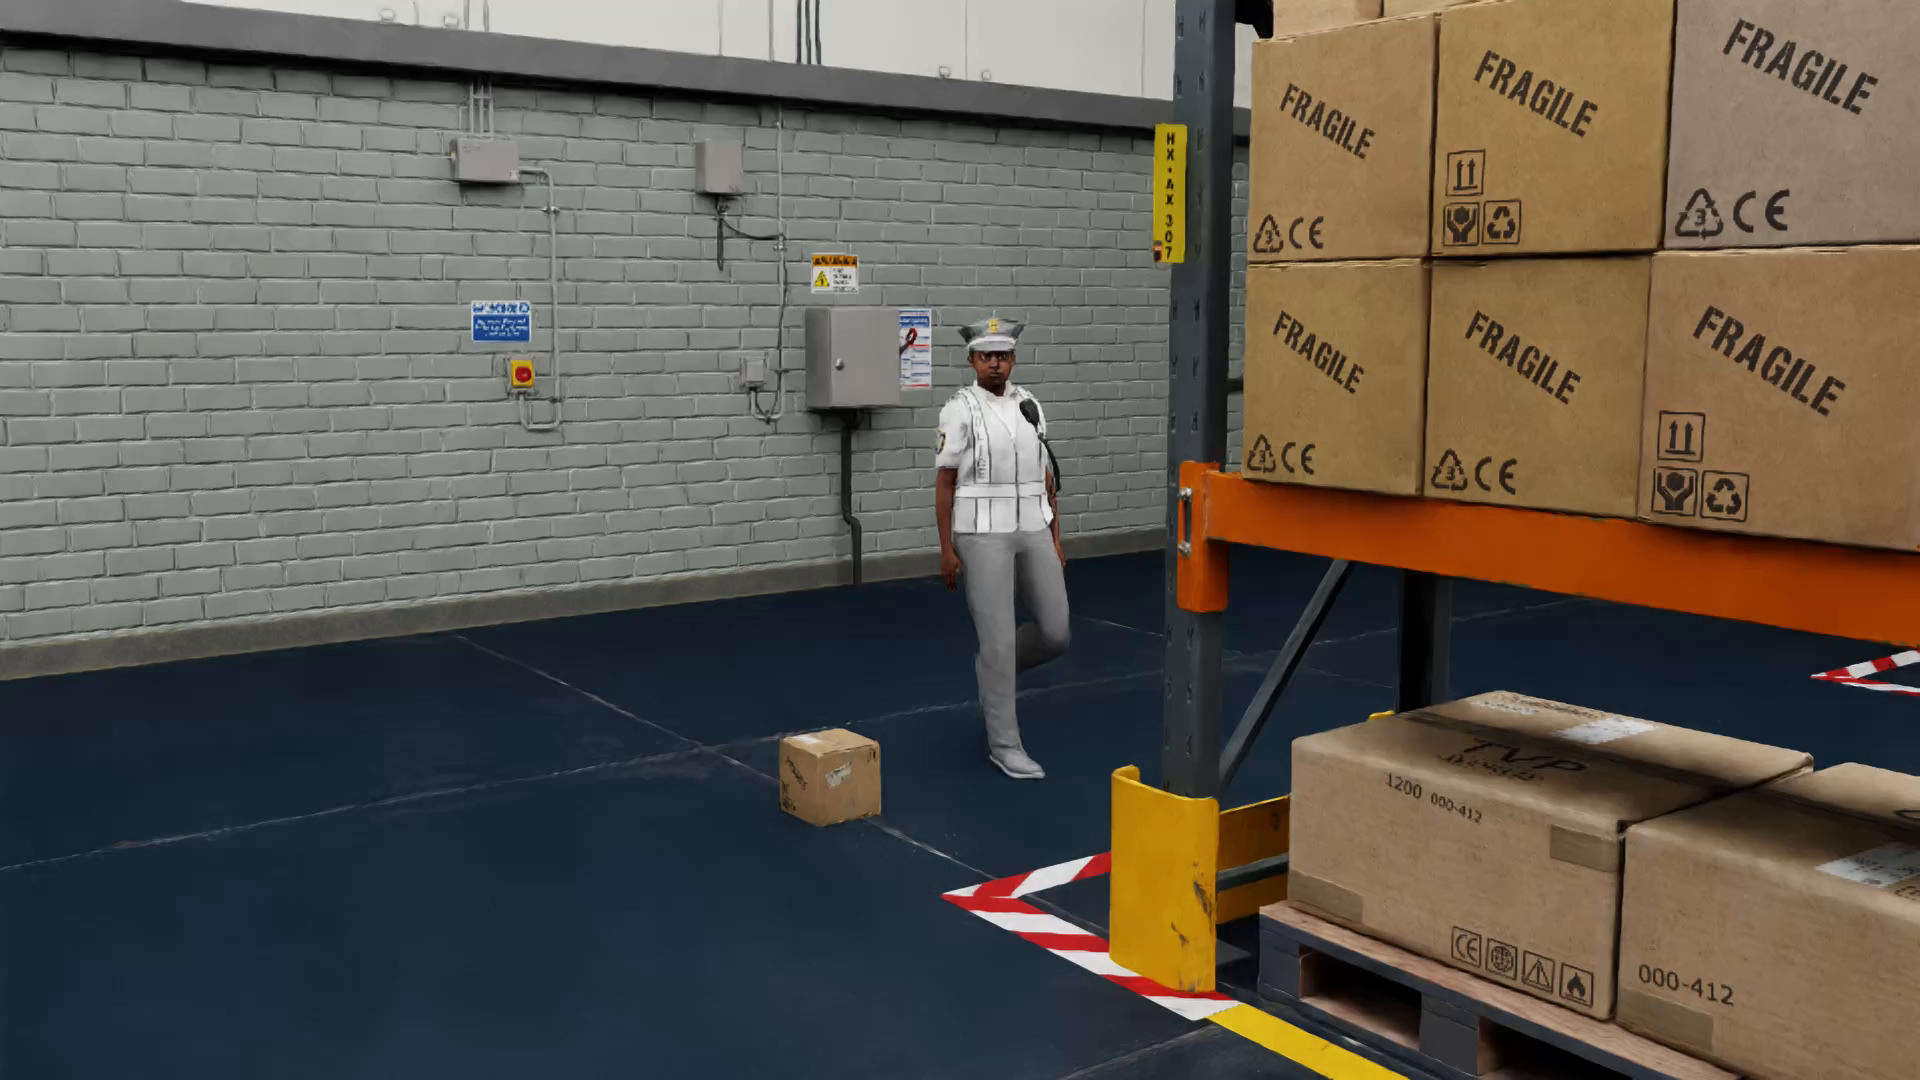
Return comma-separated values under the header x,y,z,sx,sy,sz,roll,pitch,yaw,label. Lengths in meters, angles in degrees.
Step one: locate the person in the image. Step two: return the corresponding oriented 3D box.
x,y,z,sx,sy,sz,roll,pitch,yaw,label
0.173,0.004,6.229,0.478,1.676,0.665,-4,9,-27,person
